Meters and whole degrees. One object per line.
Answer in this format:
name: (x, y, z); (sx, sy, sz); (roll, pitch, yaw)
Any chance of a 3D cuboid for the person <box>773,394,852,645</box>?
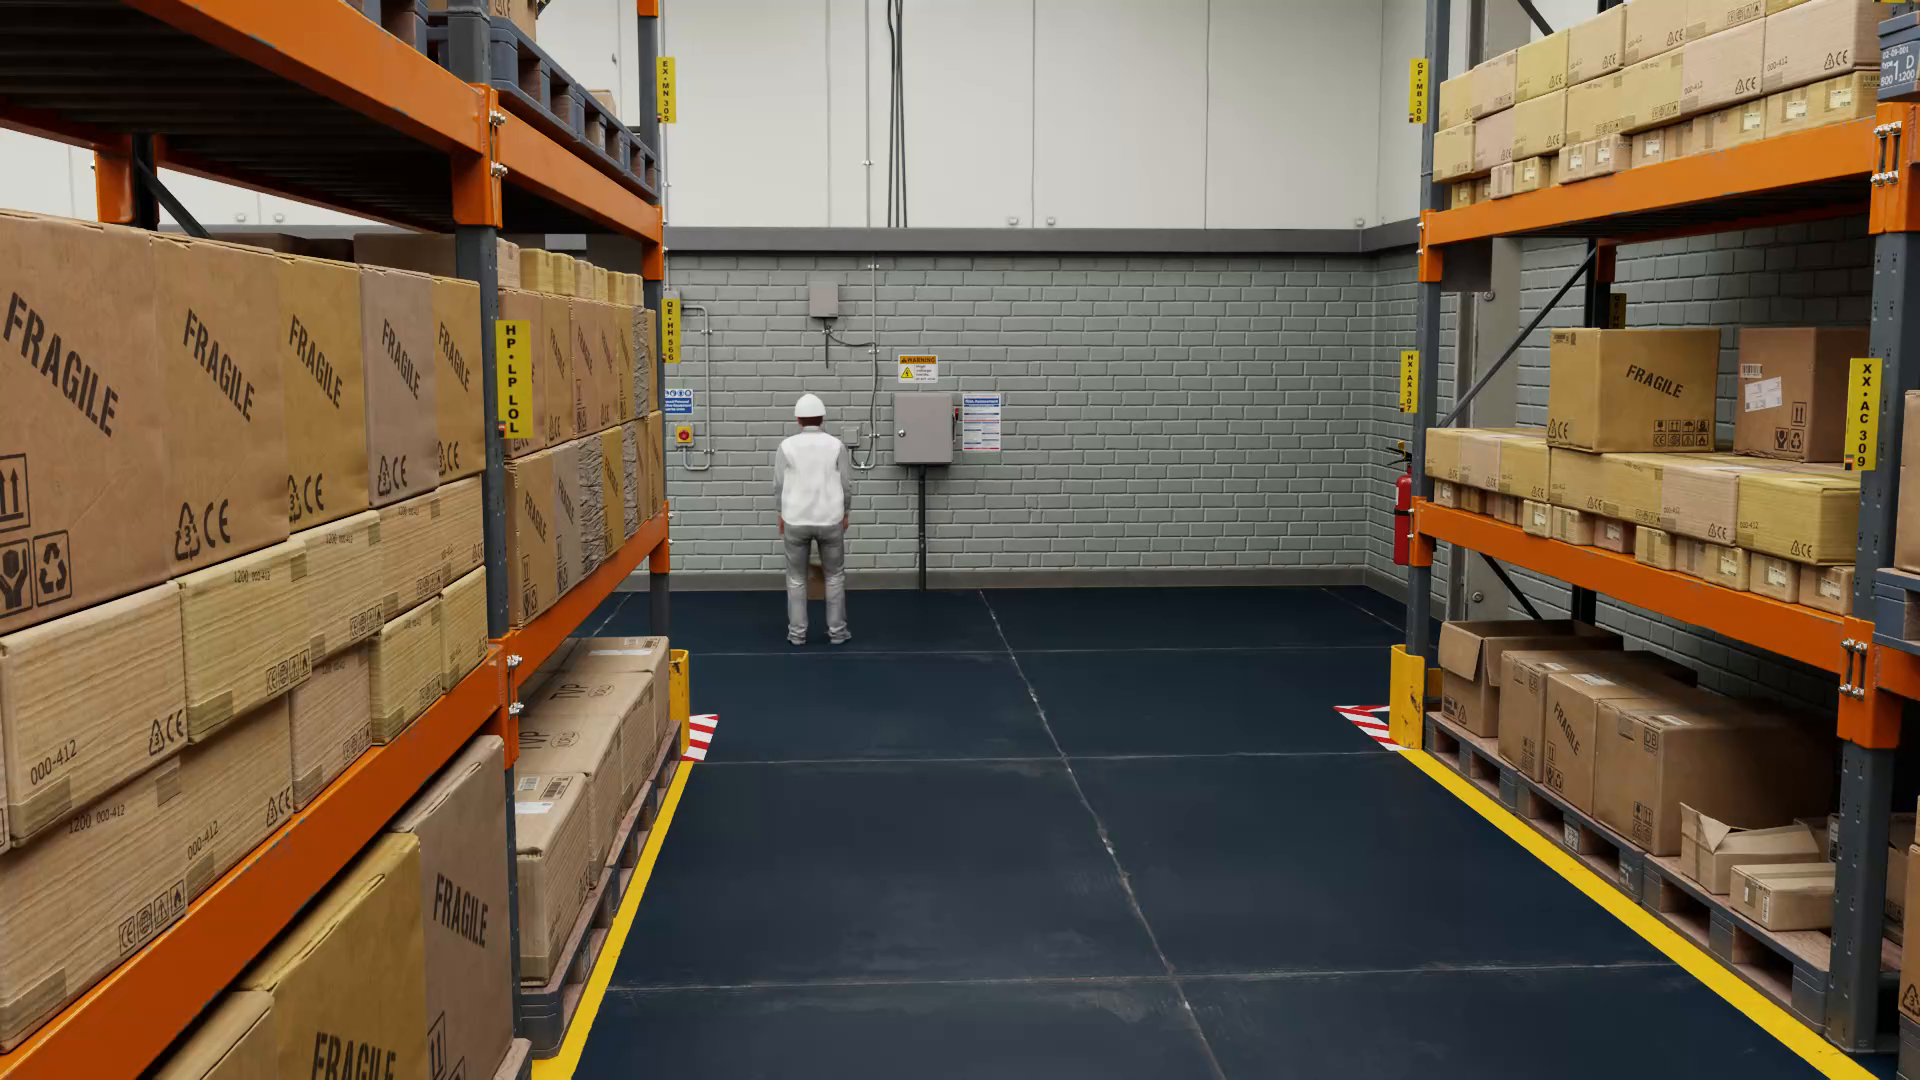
person: (-1.046, -0.145, 11.829); (0.563, 1.775, 0.439); (-1, 7, -5)
